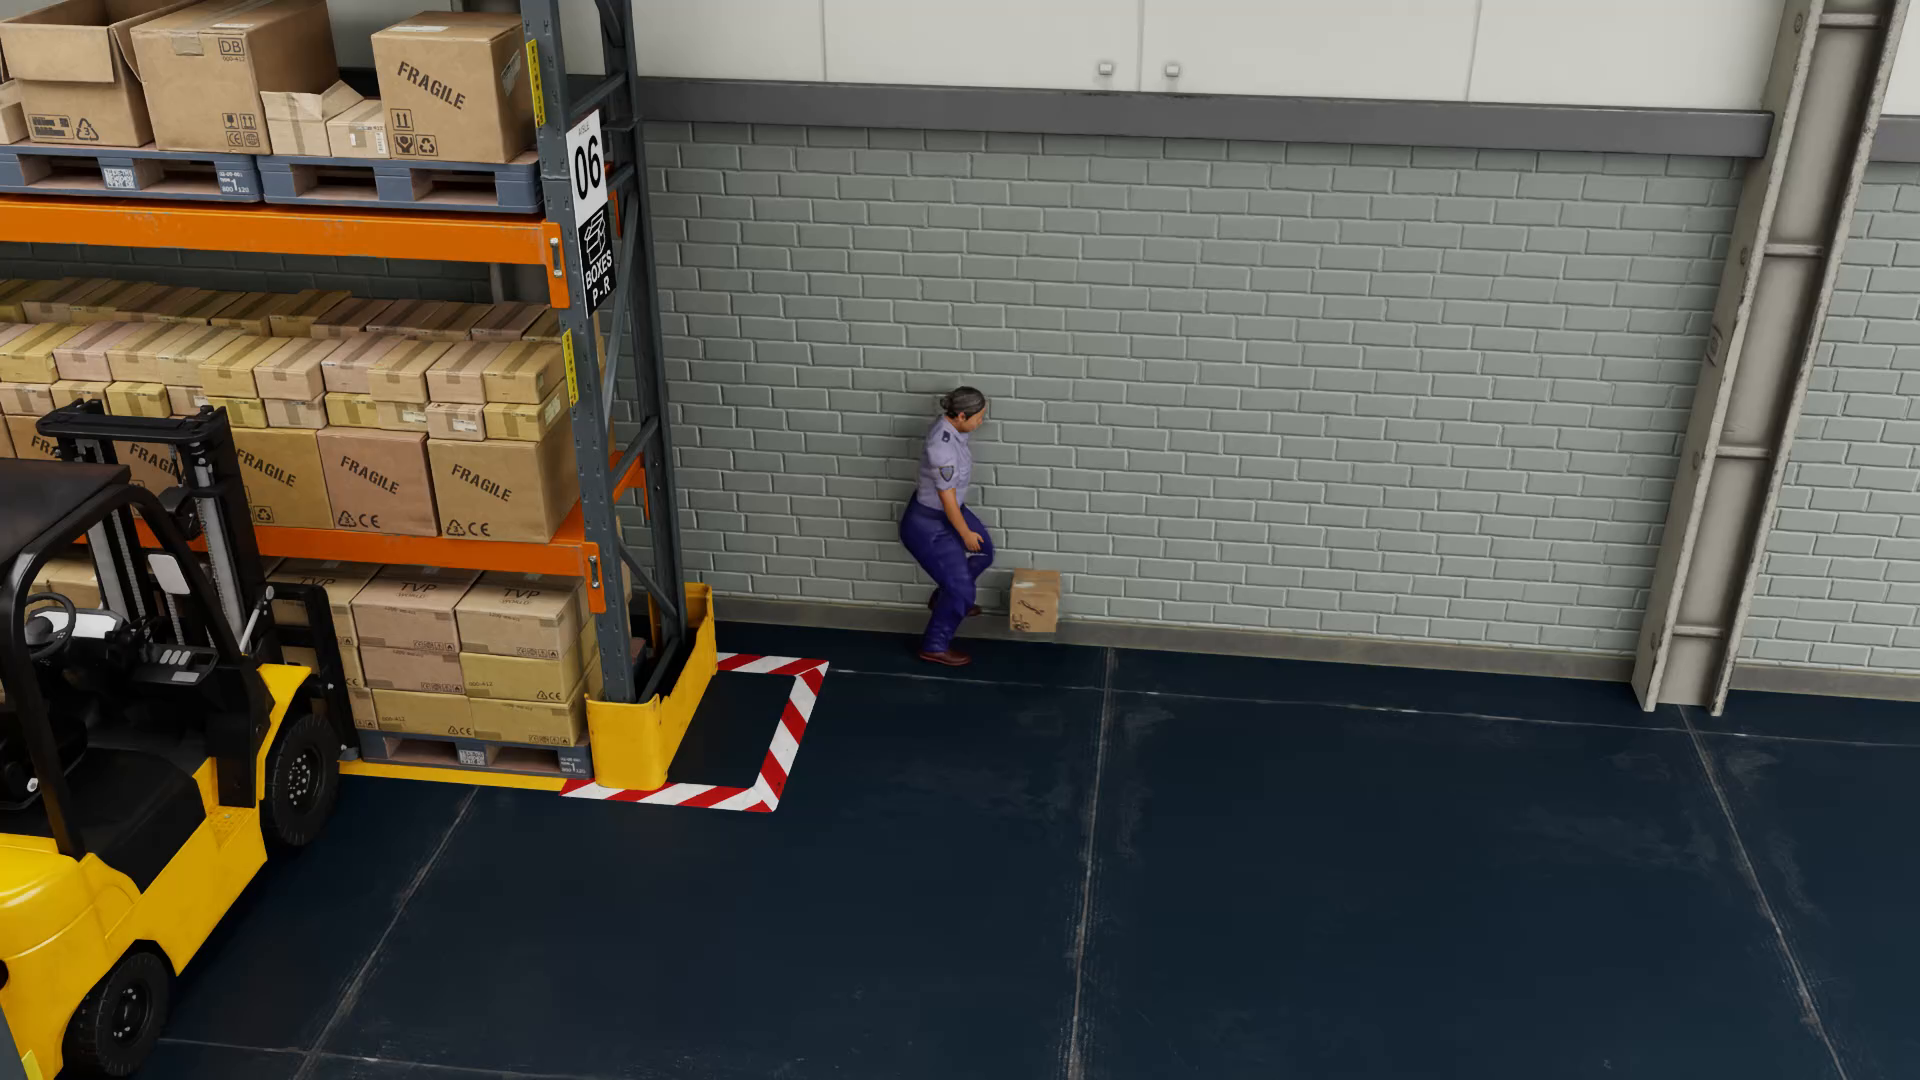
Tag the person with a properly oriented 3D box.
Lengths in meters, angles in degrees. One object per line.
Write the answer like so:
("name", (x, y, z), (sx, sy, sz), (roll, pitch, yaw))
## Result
("person", (-0.047, -0.102, 8.932), (0.521, 1.560, 0.515), (4, 29, 7))
